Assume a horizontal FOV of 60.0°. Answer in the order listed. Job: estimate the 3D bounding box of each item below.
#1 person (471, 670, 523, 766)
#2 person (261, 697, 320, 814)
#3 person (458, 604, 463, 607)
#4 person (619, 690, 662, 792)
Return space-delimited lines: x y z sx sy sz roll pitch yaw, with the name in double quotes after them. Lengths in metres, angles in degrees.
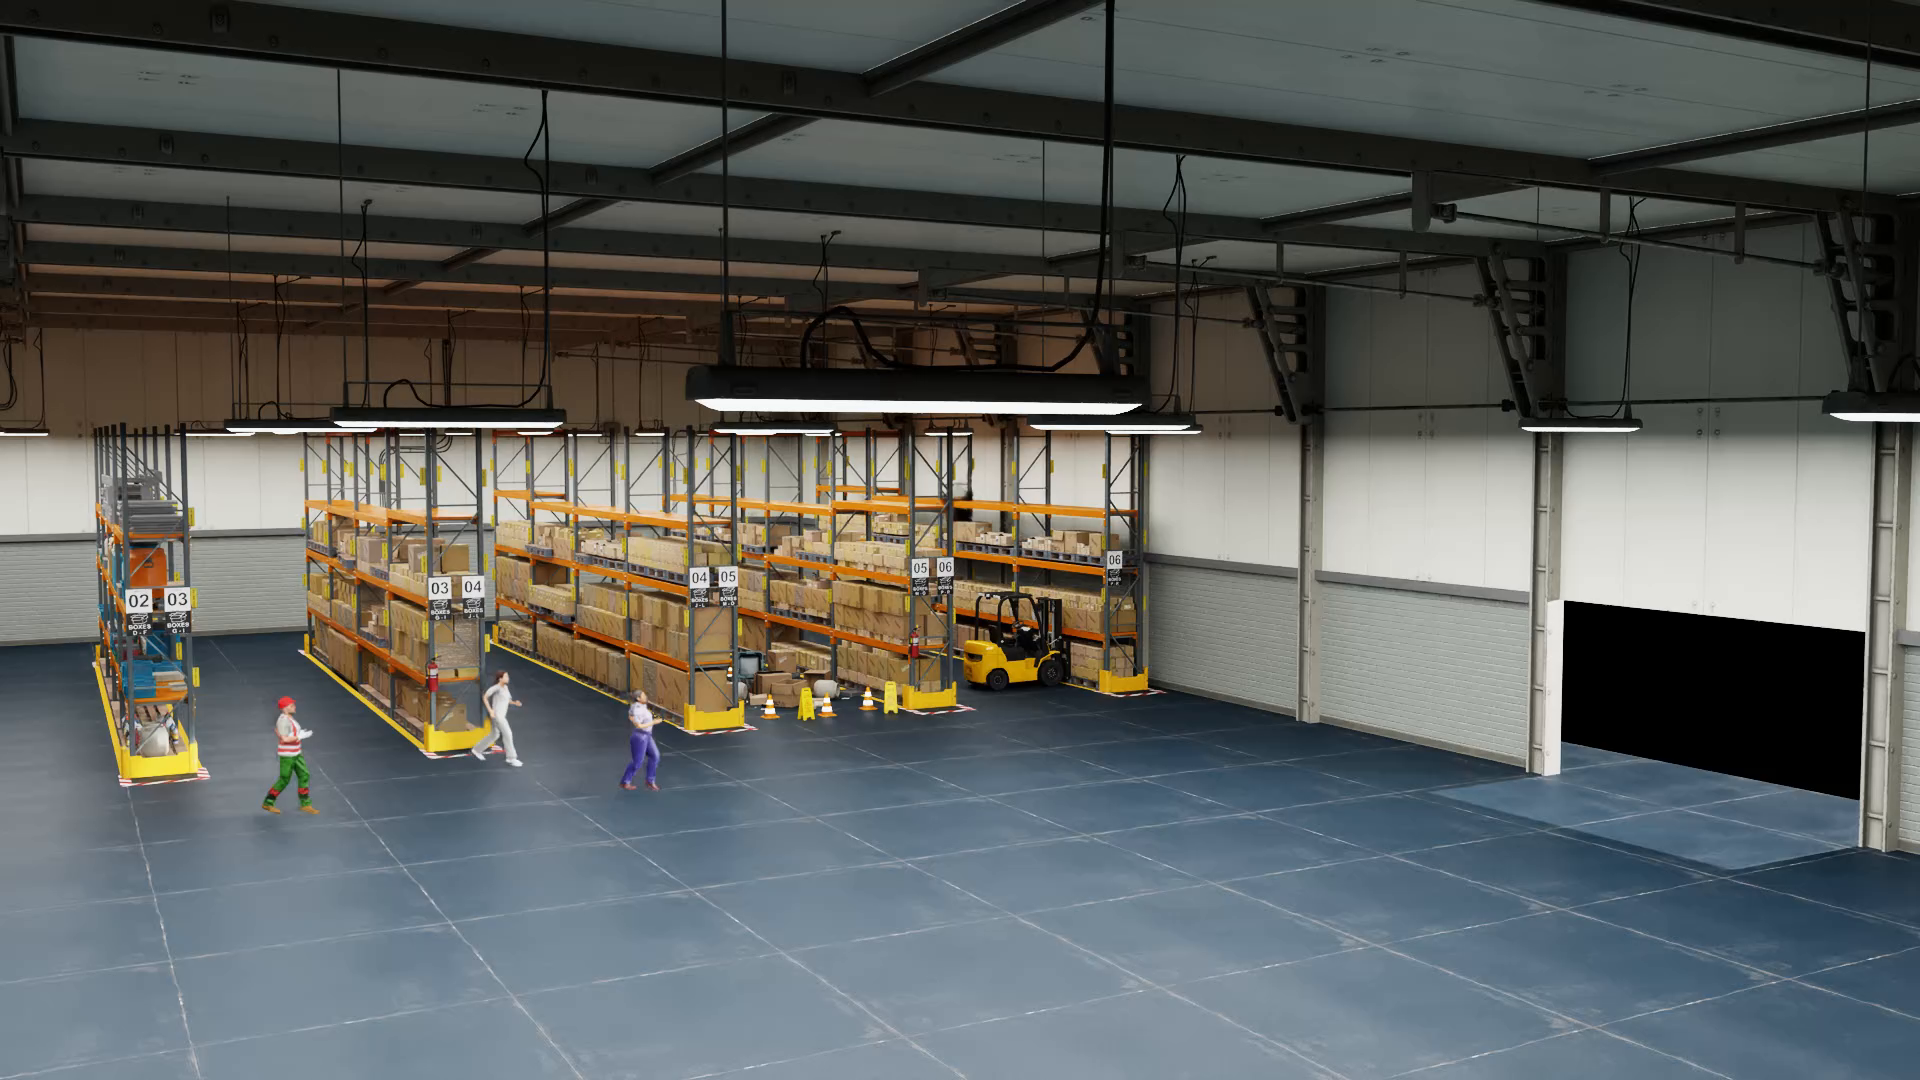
-8.151 3.117 29.231 0.970 1.676 0.514 0 3 3 "person"
-10.157 3.278 25.186 0.828 1.819 0.639 0 3 -6 "person"
-12.997 2.189 44.077 0.696 1.739 0.655 -1 4 -22 "person"
-5.169 3.277 26.954 0.708 1.688 0.585 0 3 1 "person"
